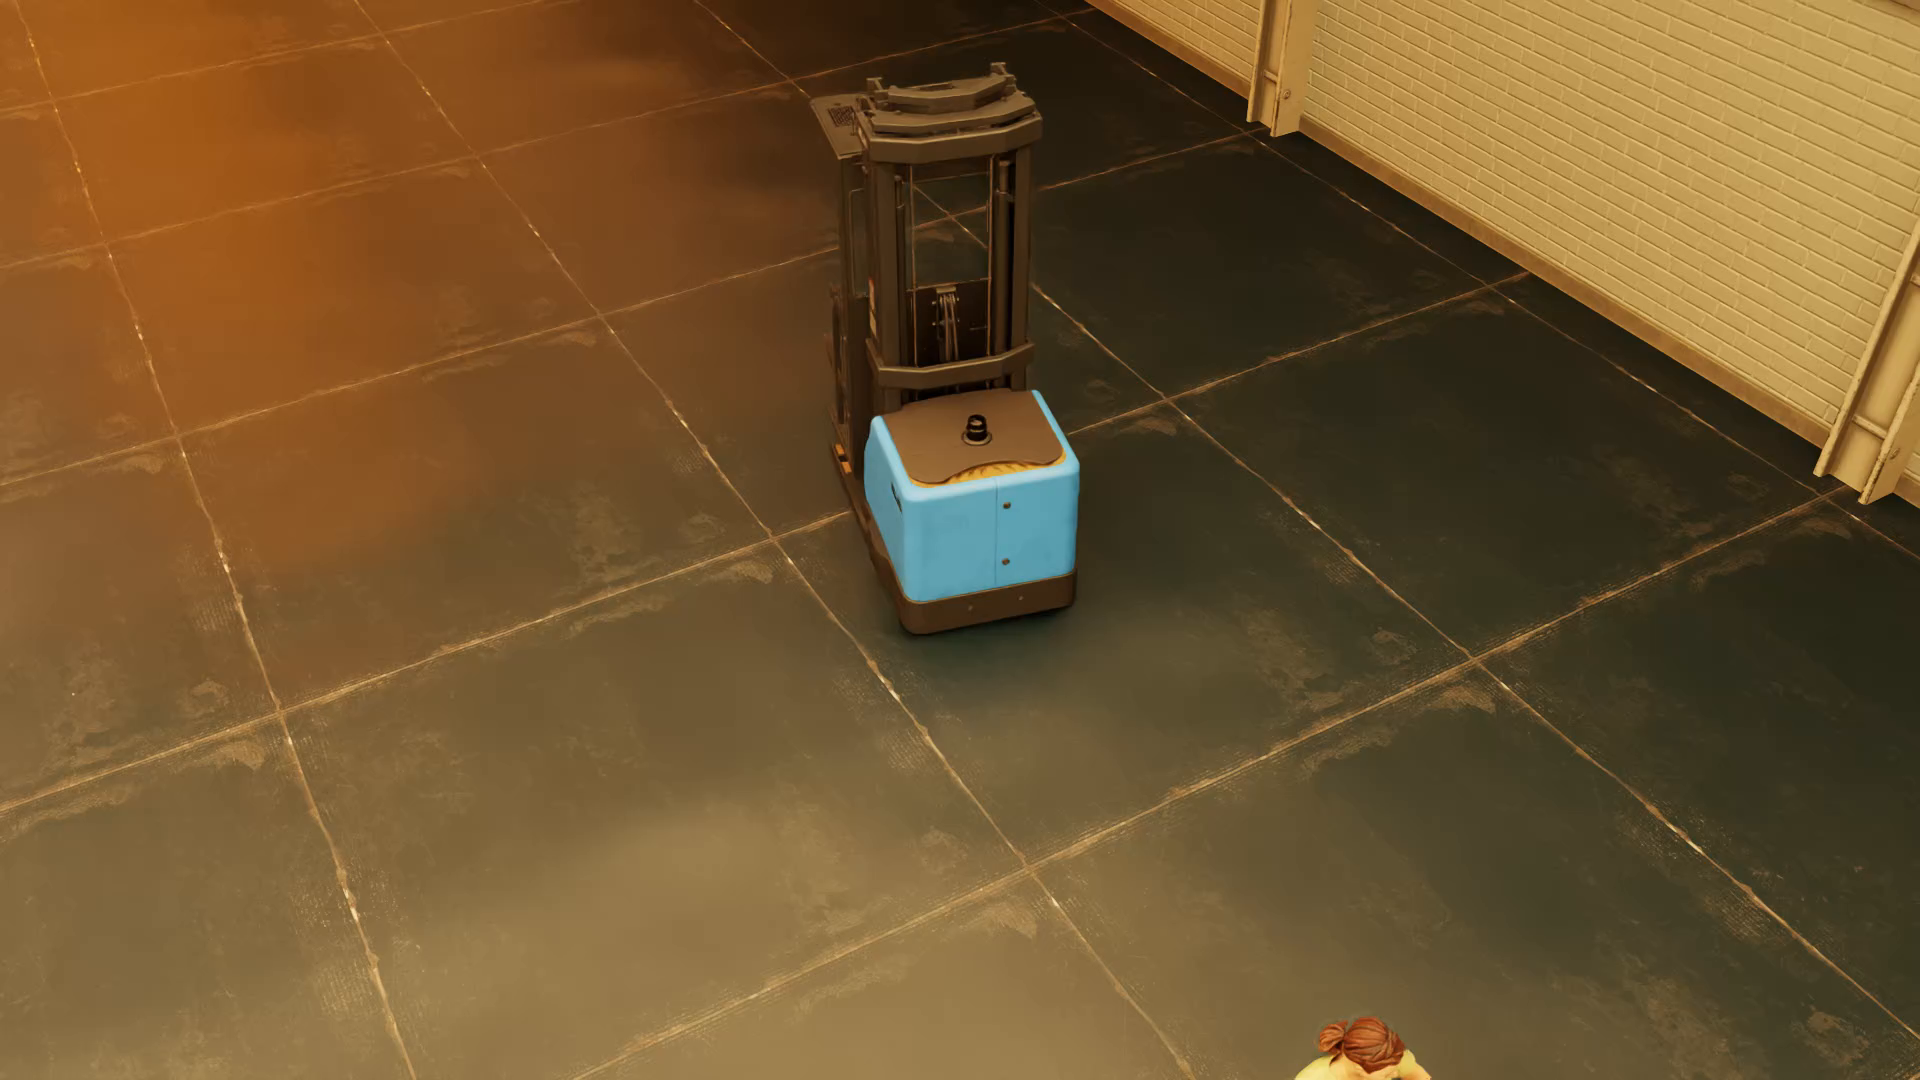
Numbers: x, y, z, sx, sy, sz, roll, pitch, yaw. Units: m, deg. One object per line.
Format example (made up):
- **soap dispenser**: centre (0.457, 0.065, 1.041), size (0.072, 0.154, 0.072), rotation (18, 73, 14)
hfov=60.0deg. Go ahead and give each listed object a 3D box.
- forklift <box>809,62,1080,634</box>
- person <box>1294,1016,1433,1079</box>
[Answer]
- **forklift**: centre (-0.217, -1.536, 9.887), size (1.130, 2.935, 3.031), rotation (-10, 41, -12)
- **person**: centre (1.447, 2.363, 6.224), size (0.847, 1.698, 0.496), rotation (-17, 43, -19)
